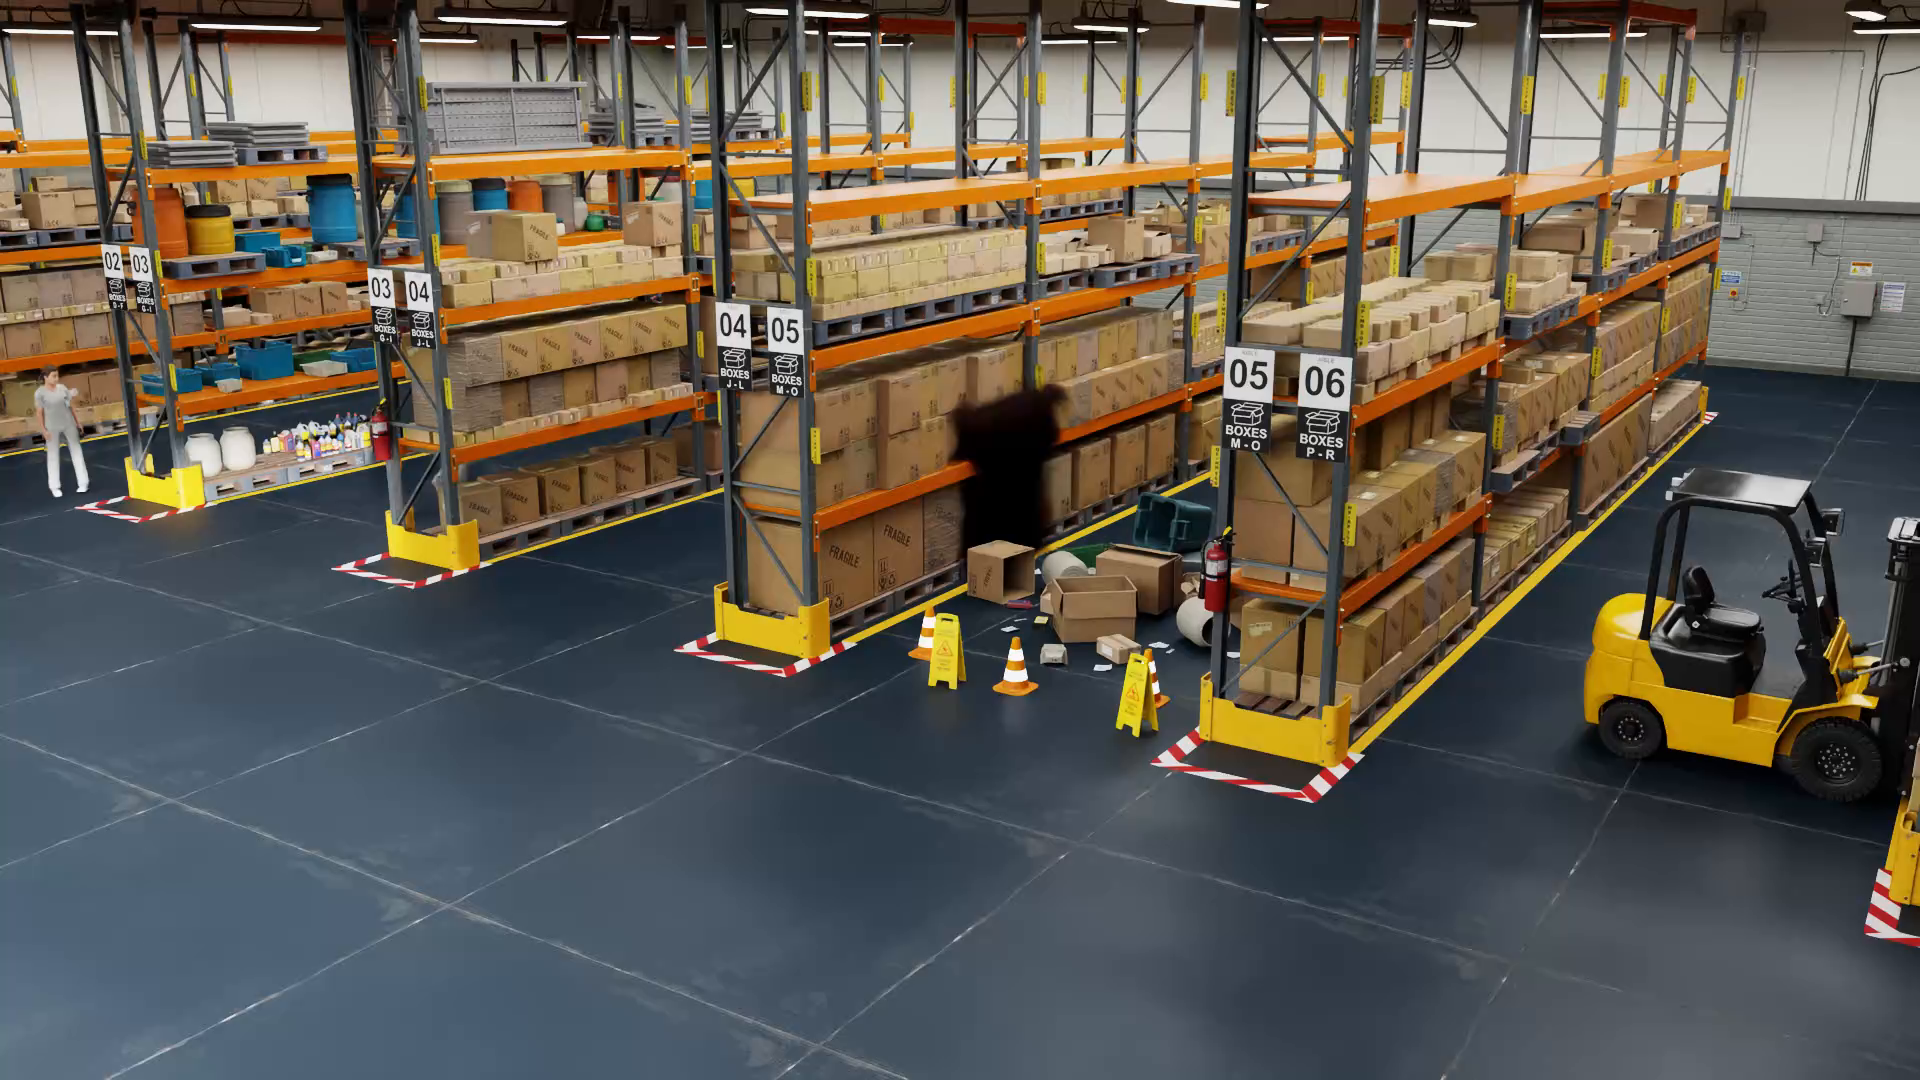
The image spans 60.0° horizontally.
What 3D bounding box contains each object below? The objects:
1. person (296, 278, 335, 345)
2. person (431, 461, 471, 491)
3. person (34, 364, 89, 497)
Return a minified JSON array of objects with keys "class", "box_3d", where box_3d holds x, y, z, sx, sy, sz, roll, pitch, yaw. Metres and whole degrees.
[{"class":"person","box_3d":[-12.442,-4.370,31.863,0.559,1.626,0.932,11,19,34]},{"class":"person","box_3d":[-6.327,-1.341,20.714,0.603,1.757,0.544,-7,17,-22]},{"class":"person","box_3d":[-11.469,-1.398,21.222,0.521,1.663,0.372,-11,19,-34]}]
